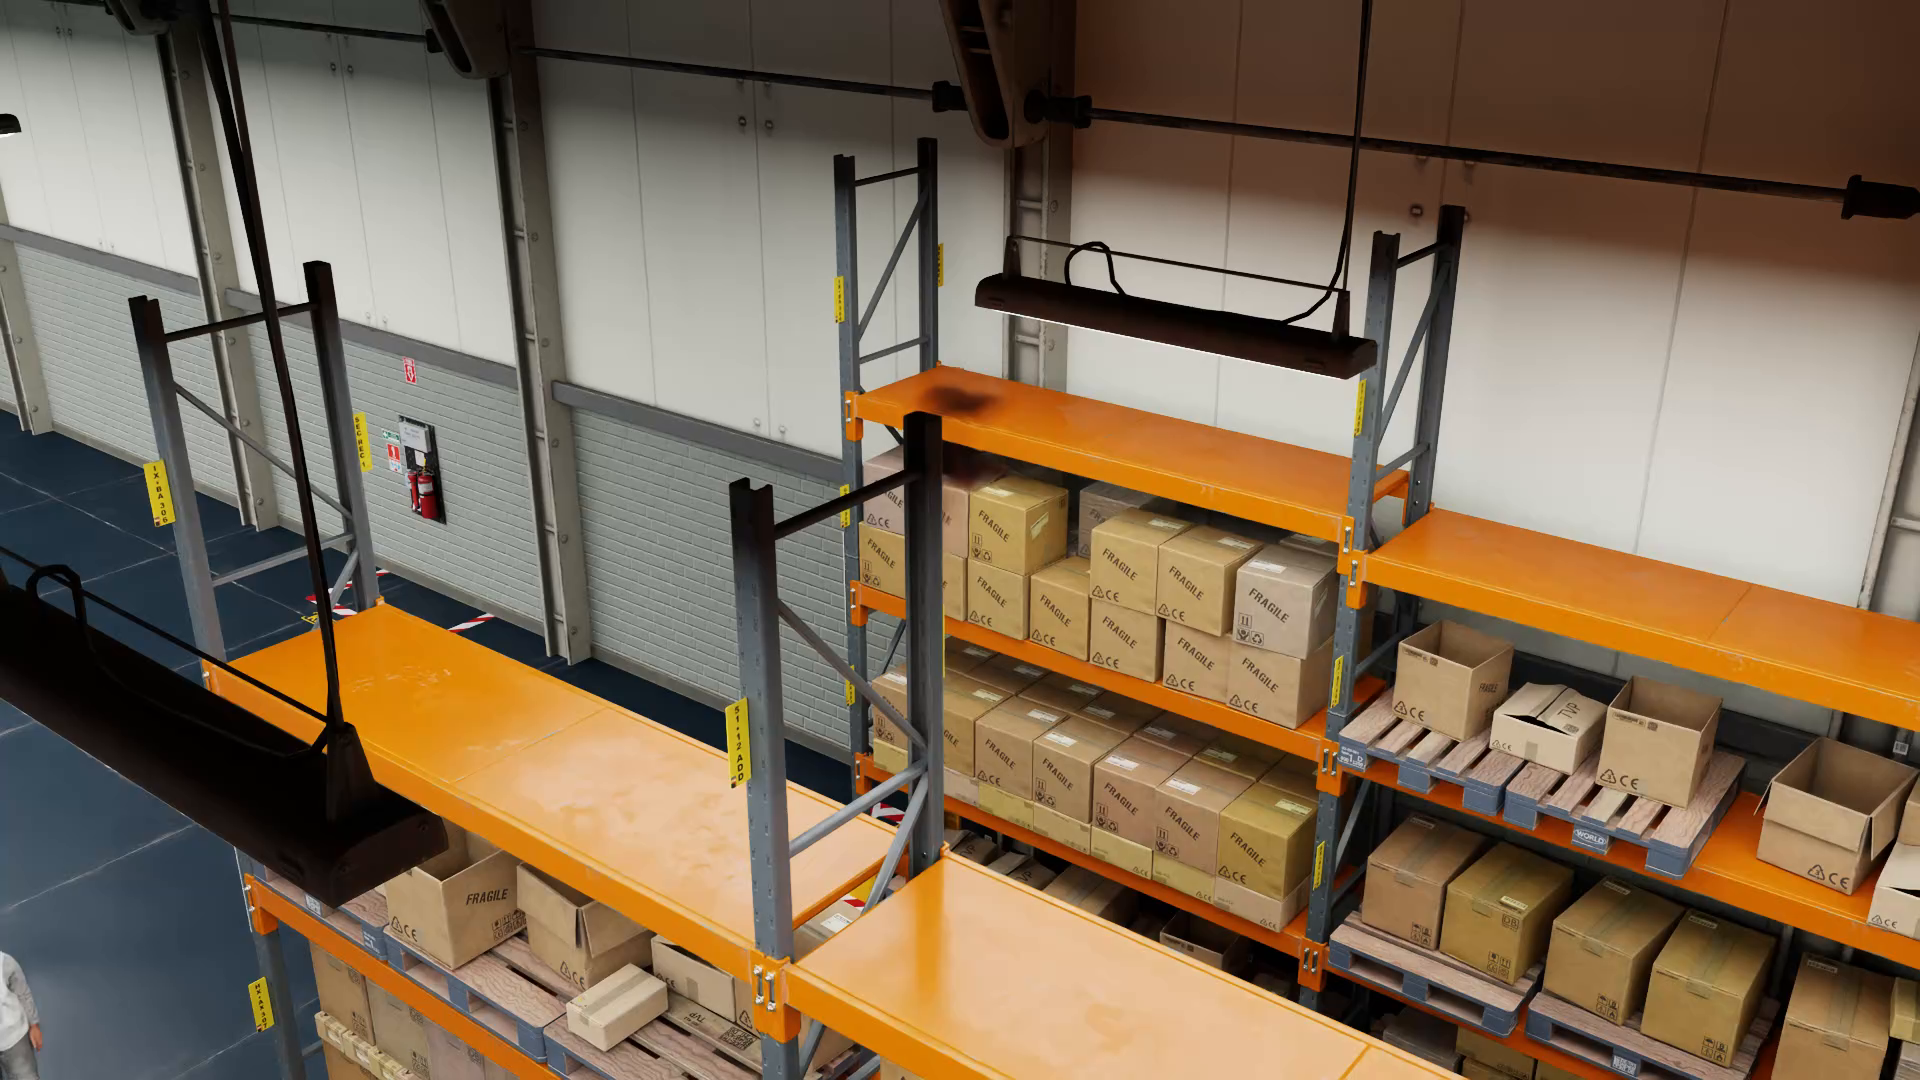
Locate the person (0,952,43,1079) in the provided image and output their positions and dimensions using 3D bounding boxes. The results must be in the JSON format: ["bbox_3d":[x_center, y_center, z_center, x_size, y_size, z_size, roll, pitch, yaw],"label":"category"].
[{"bbox_3d":[-6.205,3.238,10.628,0.595,1.791,0.492,-8,24,-19],"label":"person"}]
